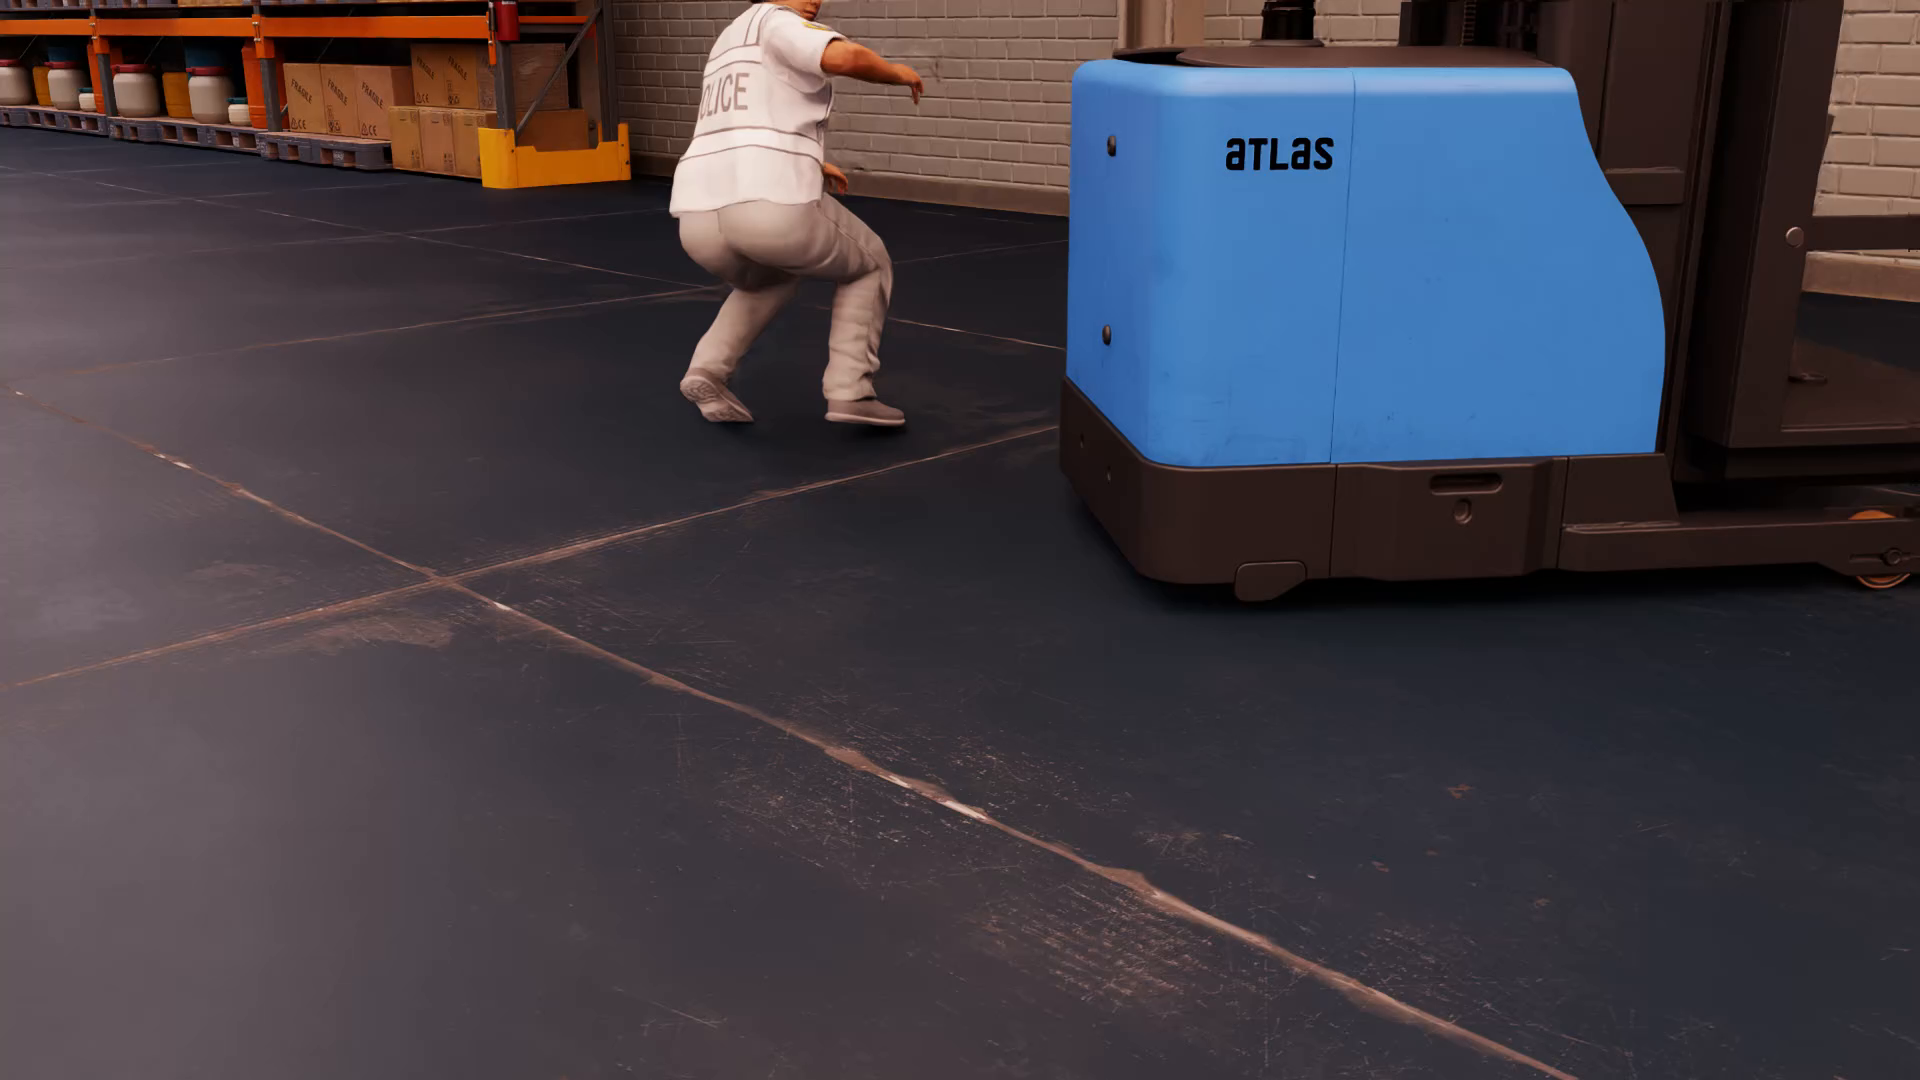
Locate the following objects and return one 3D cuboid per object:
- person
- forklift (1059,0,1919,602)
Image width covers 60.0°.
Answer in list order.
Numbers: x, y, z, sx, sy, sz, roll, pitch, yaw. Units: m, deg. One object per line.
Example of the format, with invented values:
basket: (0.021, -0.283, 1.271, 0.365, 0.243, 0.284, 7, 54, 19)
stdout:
person: (-0.427, -0.999, 4.824, 0.739, 1.414, 0.910, 13, 22, 37)
forklift: (1.811, -1.449, 3.618, 3.031, 2.935, 1.130, -2, 17, -7)
